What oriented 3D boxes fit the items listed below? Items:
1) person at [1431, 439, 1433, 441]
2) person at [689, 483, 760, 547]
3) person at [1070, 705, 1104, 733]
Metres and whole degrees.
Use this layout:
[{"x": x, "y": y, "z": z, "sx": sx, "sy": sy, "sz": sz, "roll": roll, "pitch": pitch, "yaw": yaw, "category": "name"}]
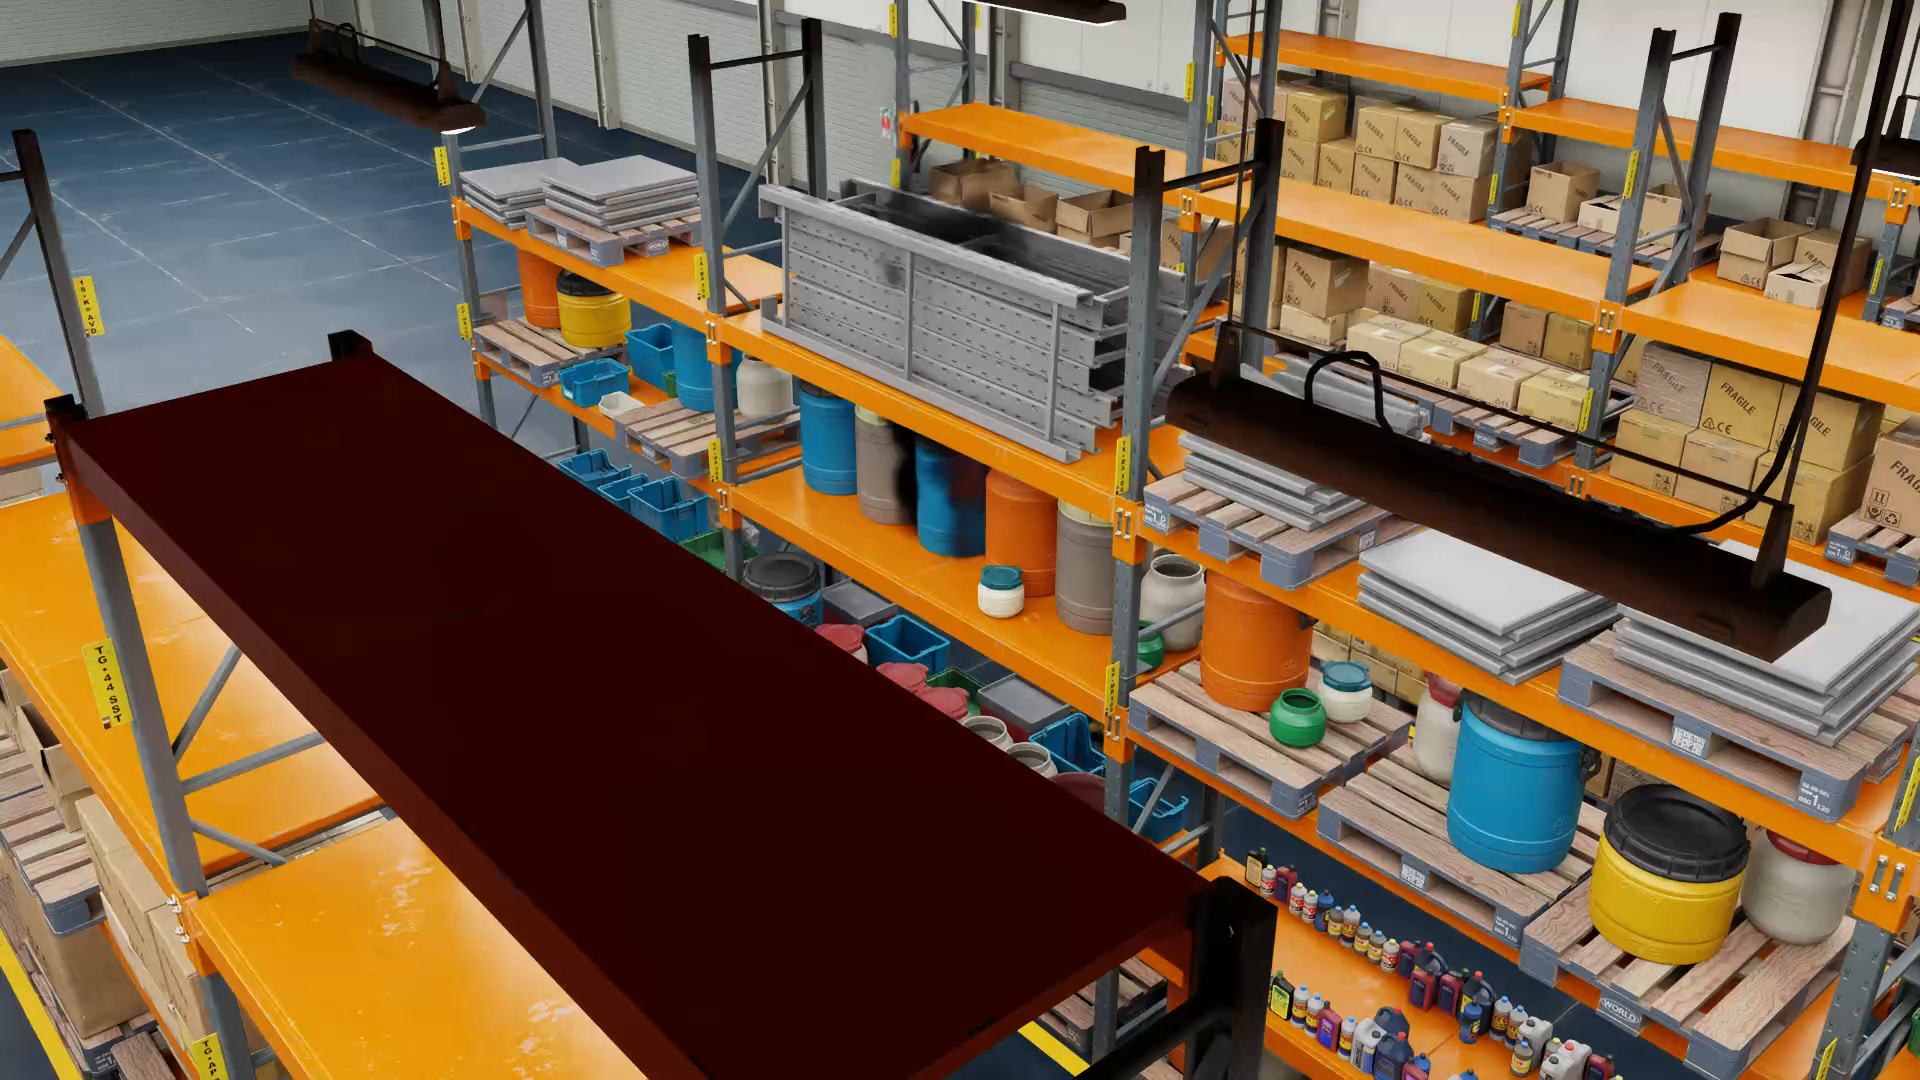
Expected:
[{"x": 4.608, "y": -1.016, "z": 16.999, "sx": 0.558, "sy": 0.507, "sz": 0.300, "roll": -23, "pitch": 35, "yaw": -38, "category": "person"}, {"x": -2.435, "y": -0.519, "z": 16.745, "sx": 0.590, "sy": 1.714, "sz": 0.679, "roll": 16, "pitch": 31, "yaw": 28, "category": "person"}, {"x": 1.066, "y": 0.956, "z": 14.069, "sx": 0.434, "sy": 1.575, "sz": 0.745, "roll": -22, "pitch": 34, "yaw": -36, "category": "person"}]
